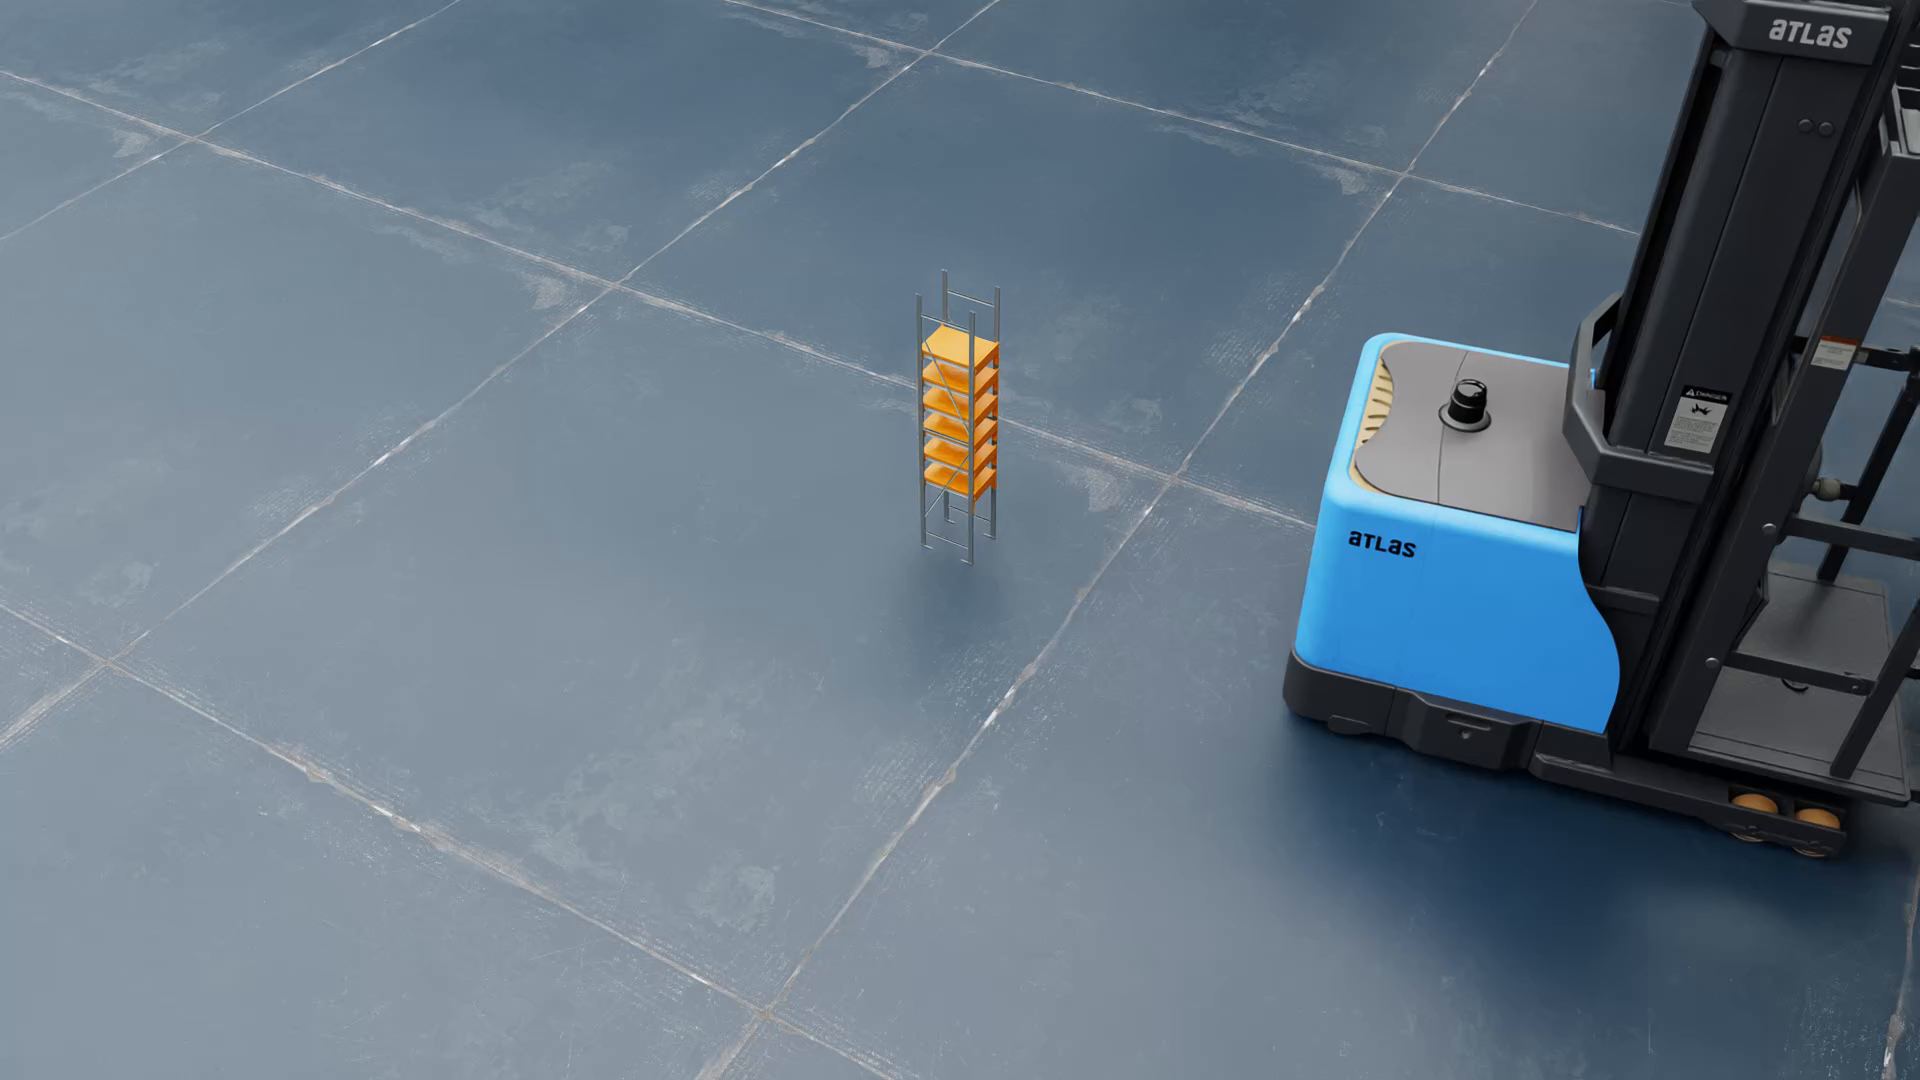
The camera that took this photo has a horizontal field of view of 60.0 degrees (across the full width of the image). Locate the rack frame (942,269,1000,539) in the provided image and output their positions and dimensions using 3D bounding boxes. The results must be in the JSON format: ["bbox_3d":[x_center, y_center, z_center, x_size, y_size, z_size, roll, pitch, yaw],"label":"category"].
[{"bbox_3d":[0.039,-0.494,6.404,0.240,1.200,0.006,21,45,22],"label":"rack frame"}]

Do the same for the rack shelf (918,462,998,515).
[{"bbox_3d":[-0.007,-0.229,6.532,0.258,0.103,0.180,21,45,22],"label":"rack shelf"}]

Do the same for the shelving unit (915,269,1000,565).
[{"bbox_3d":[-0.007,-0.442,6.344,0.258,1.200,0.189,21,45,22],"label":"shelving unit"}]

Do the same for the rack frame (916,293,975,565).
[{"bbox_3d":[-0.053,-0.390,6.285,0.240,1.200,0.006,21,45,22],"label":"rack frame"}]

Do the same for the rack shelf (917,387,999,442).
[{"bbox_3d":[-0.007,-0.499,6.294,0.258,0.103,0.180,21,45,22],"label":"rack shelf"}]

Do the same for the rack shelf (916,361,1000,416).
[{"bbox_3d":[-0.007,-0.589,6.215,0.258,0.103,0.180,21,45,22],"label":"rack shelf"}]

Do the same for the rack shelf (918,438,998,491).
[{"bbox_3d":[-0.007,-0.319,6.453,0.258,0.103,0.180,21,45,22],"label":"rack shelf"}]

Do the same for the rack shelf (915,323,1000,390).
[{"bbox_3d":[-0.007,-0.679,6.136,0.258,0.103,0.180,21,45,22],"label":"rack shelf"}]

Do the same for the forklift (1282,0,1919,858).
[{"bbox_3d":[2.738,-0.441,5.033,3.031,2.935,1.130,13,43,14],"label":"forklift"}]

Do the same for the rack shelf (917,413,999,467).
[{"bbox_3d":[-0.007,-0.409,6.373,0.258,0.103,0.180,21,45,22],"label":"rack shelf"}]
